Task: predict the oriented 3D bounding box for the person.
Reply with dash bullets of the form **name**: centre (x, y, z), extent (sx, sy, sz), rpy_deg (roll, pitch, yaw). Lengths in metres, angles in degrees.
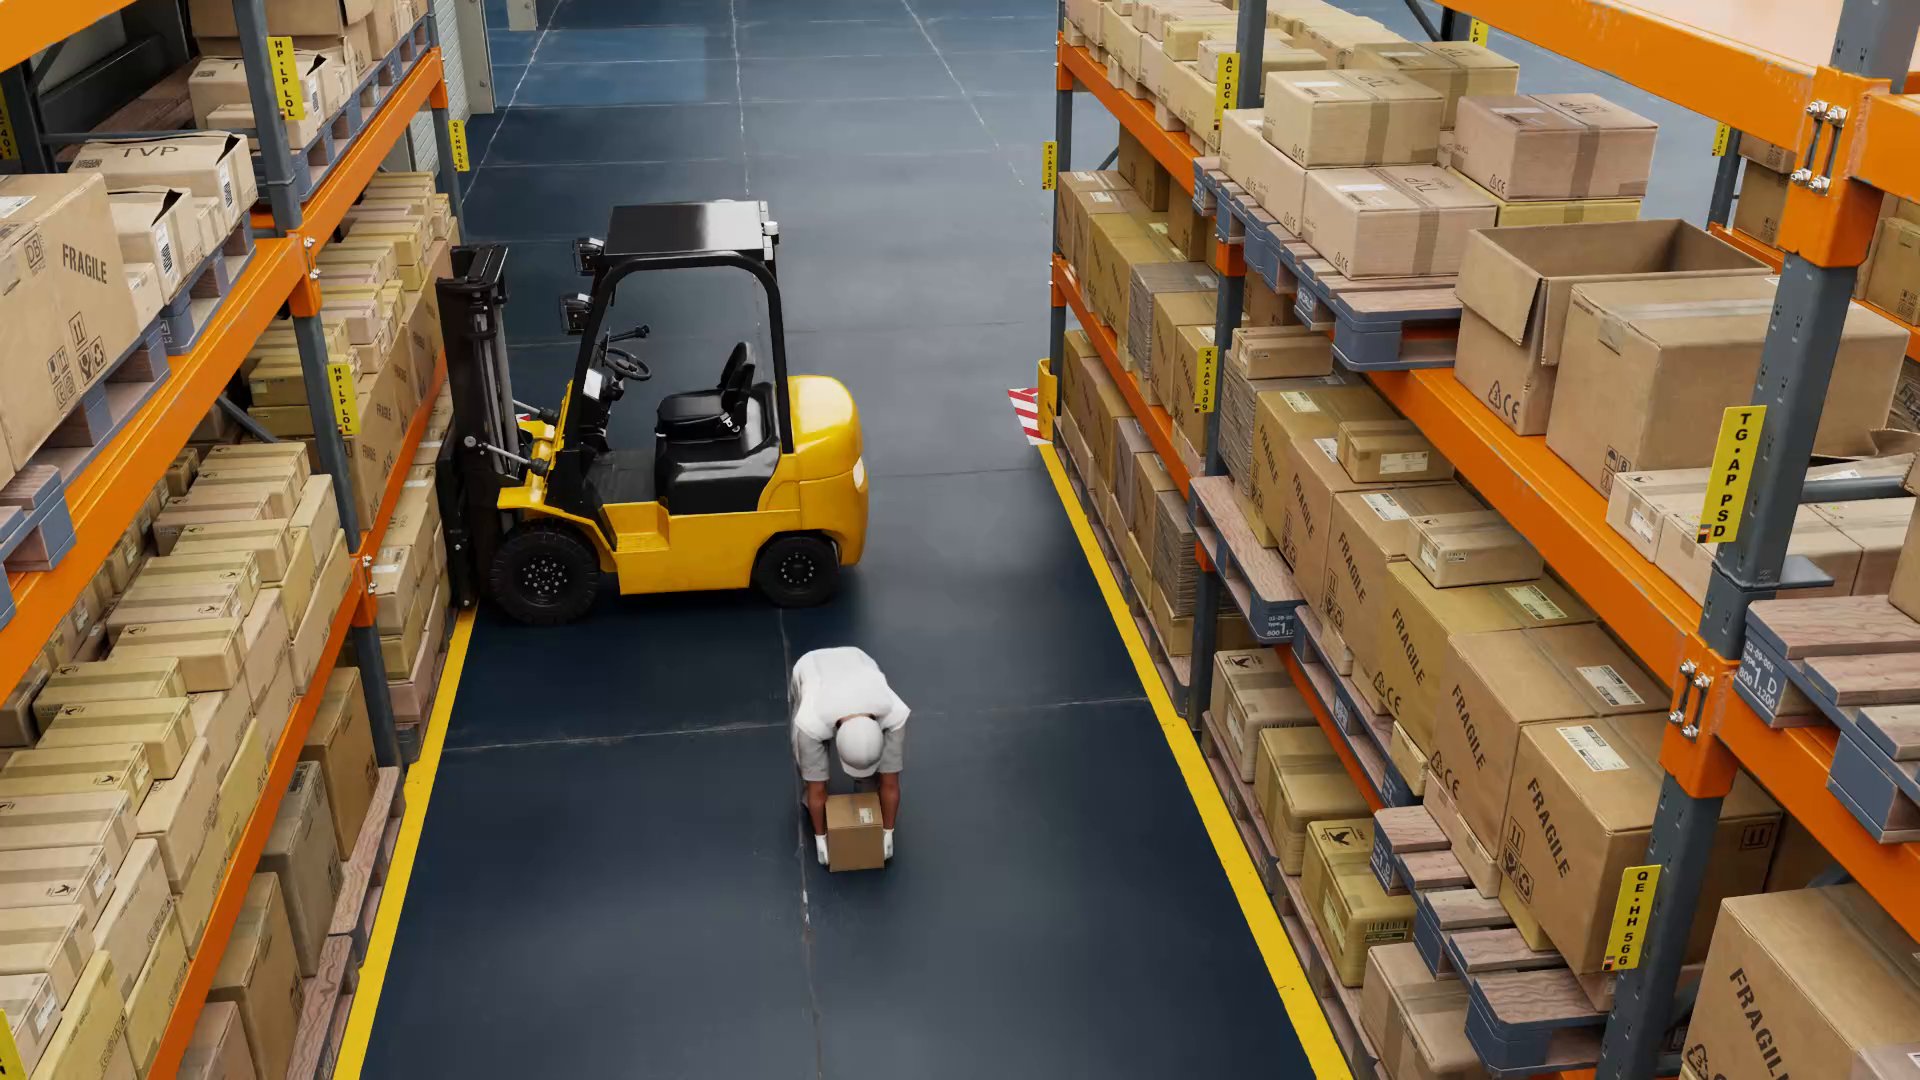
- **person**: centre (-0.518, 0.972, 7.807), extent (0.553, 0.807, 0.981), rpy_deg (-4, 27, -8)
